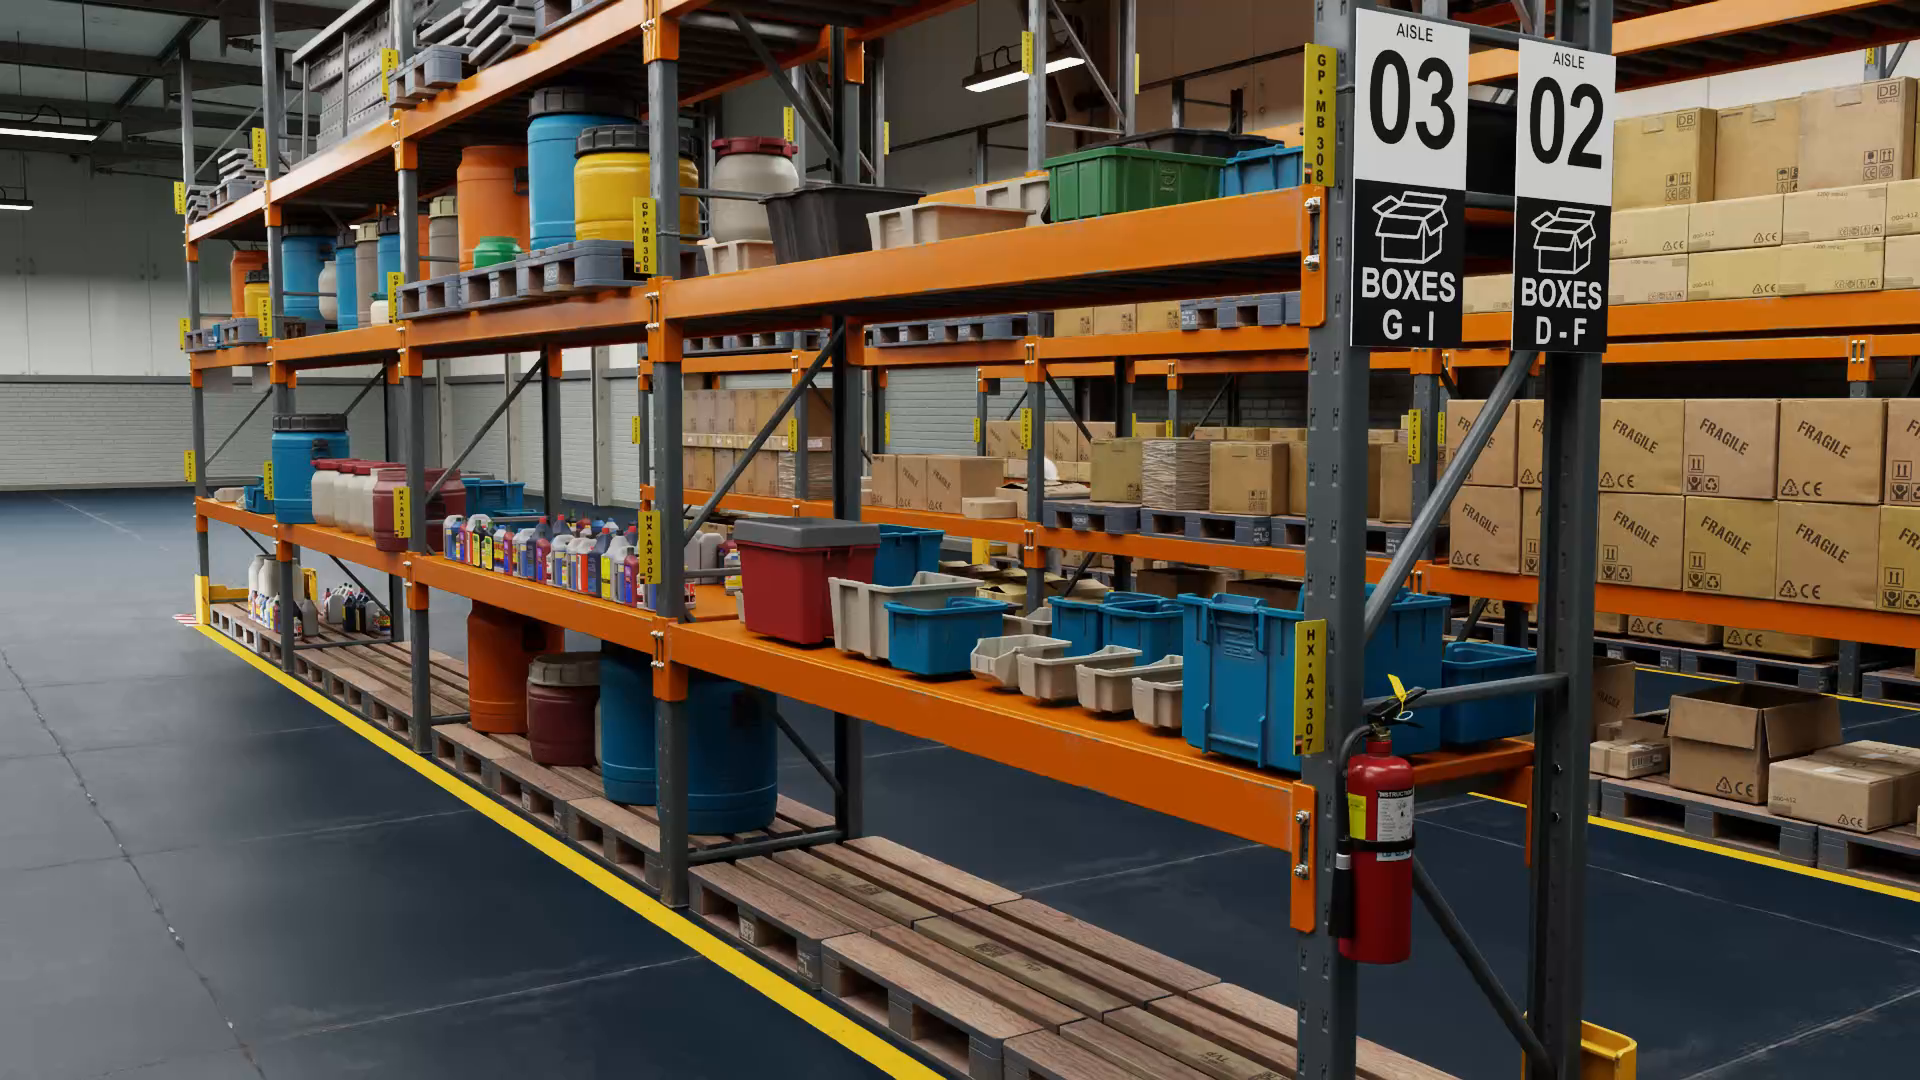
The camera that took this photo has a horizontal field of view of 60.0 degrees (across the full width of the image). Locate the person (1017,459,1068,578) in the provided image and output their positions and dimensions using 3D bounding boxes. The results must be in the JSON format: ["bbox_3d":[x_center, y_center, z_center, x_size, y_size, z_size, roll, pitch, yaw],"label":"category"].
[{"bbox_3d":[0.829,0.048,16.841,0.552,1.736,0.442,-3,5,-32],"label":"person"}]
